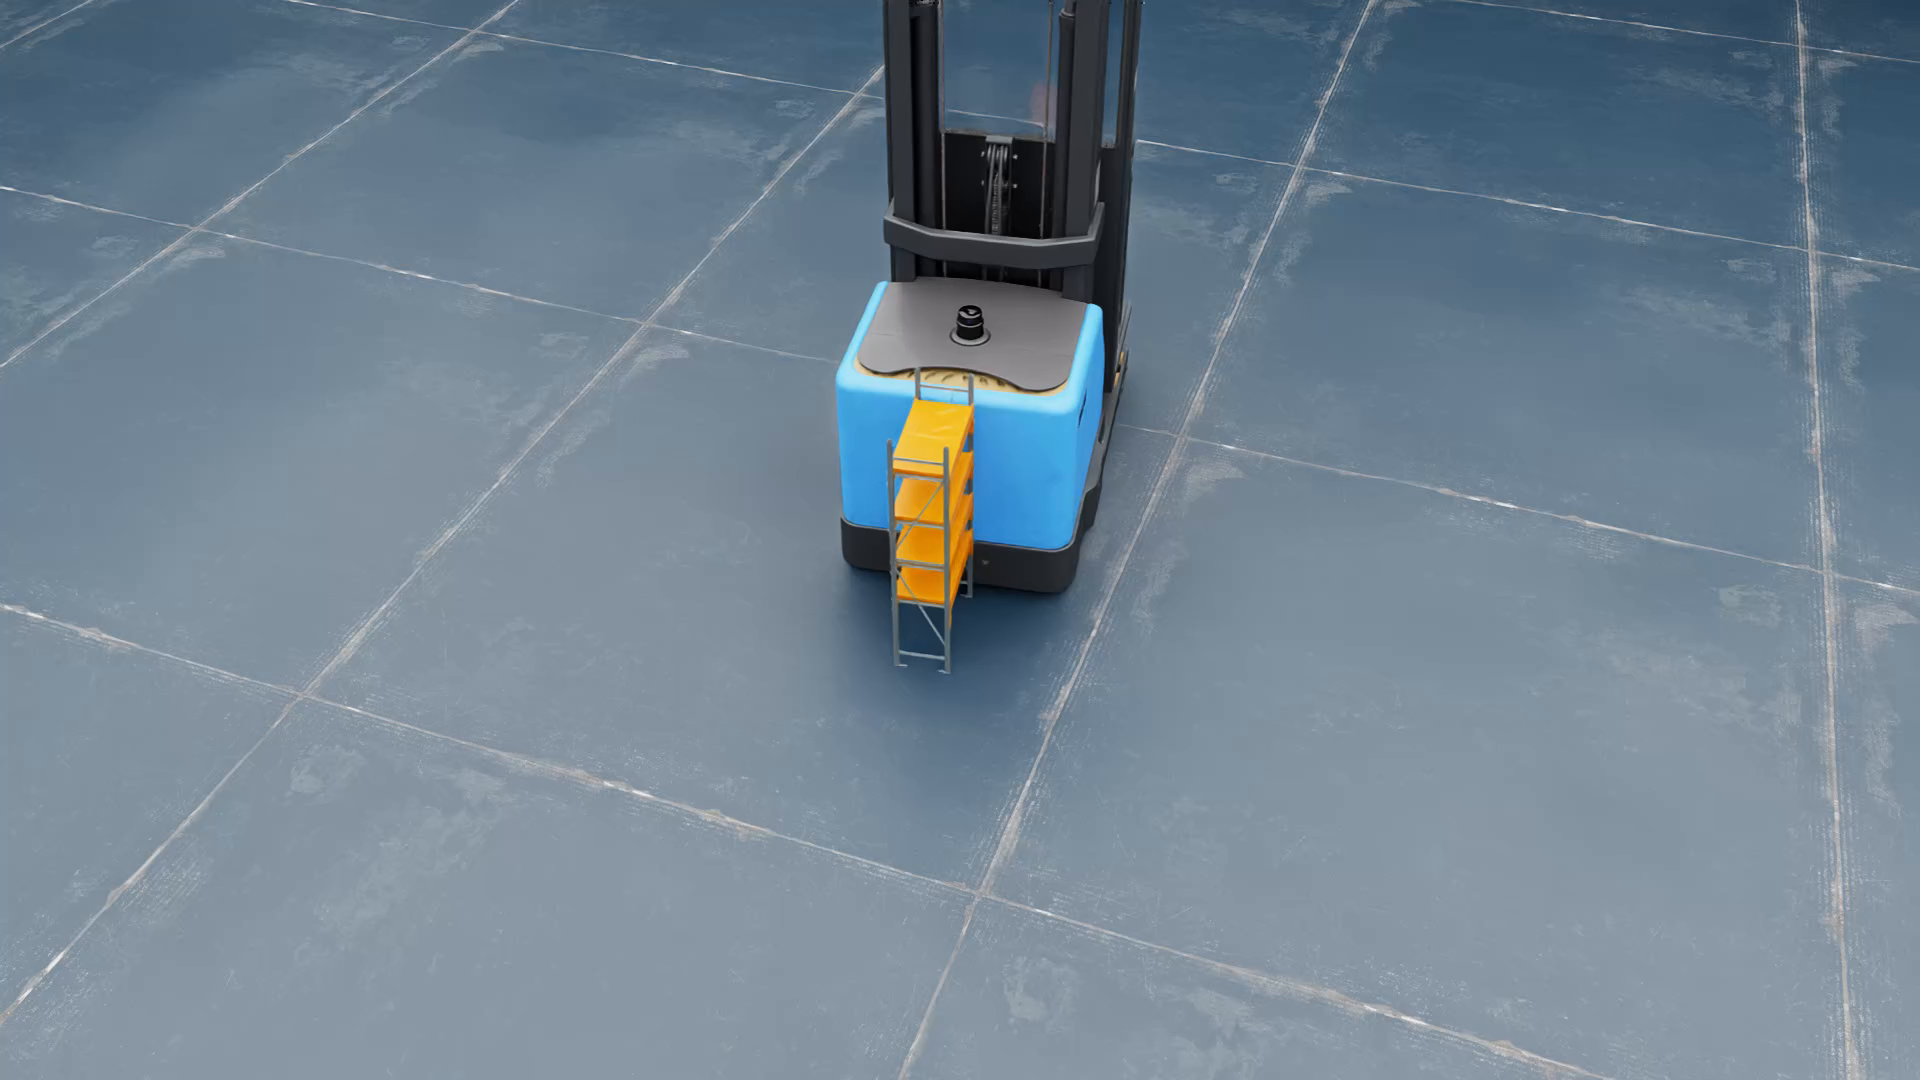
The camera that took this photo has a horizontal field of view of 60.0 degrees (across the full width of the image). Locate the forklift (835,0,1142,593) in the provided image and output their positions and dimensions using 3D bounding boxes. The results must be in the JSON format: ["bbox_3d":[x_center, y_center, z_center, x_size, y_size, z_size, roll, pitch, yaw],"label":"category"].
[{"bbox_3d":[0.264,-1.845,7.608,1.130,2.935,3.031,7,41,9],"label":"forklift"}]

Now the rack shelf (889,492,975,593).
[{"bbox_3d":[-0.112,-0.010,6.895,0.258,0.148,0.480,7,41,9],"label":"rack shelf"}]

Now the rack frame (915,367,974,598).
[{"bbox_3d":[-0.063,-0.217,7.033,0.240,1.200,0.015,7,41,9],"label":"rack frame"}]

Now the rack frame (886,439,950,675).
[{"bbox_3d":[-0.160,0.094,6.669,0.240,1.200,0.015,7,41,9],"label":"rack frame"}]

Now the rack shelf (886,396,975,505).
[{"bbox_3d":[-0.112,-0.360,6.596,0.258,0.148,0.480,7,41,9],"label":"rack shelf"}]

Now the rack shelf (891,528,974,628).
[{"bbox_3d":[-0.112,0.141,7.024,0.258,0.148,0.480,7,41,9],"label":"rack shelf"}]

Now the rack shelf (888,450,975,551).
[{"bbox_3d":[-0.112,-0.181,6.750,0.258,0.148,0.480,7,41,9],"label":"rack shelf"}]

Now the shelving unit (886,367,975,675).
[{"bbox_3d":[-0.112,-0.062,6.851,0.258,1.200,0.503,7,41,9],"label":"shelving unit"}]
